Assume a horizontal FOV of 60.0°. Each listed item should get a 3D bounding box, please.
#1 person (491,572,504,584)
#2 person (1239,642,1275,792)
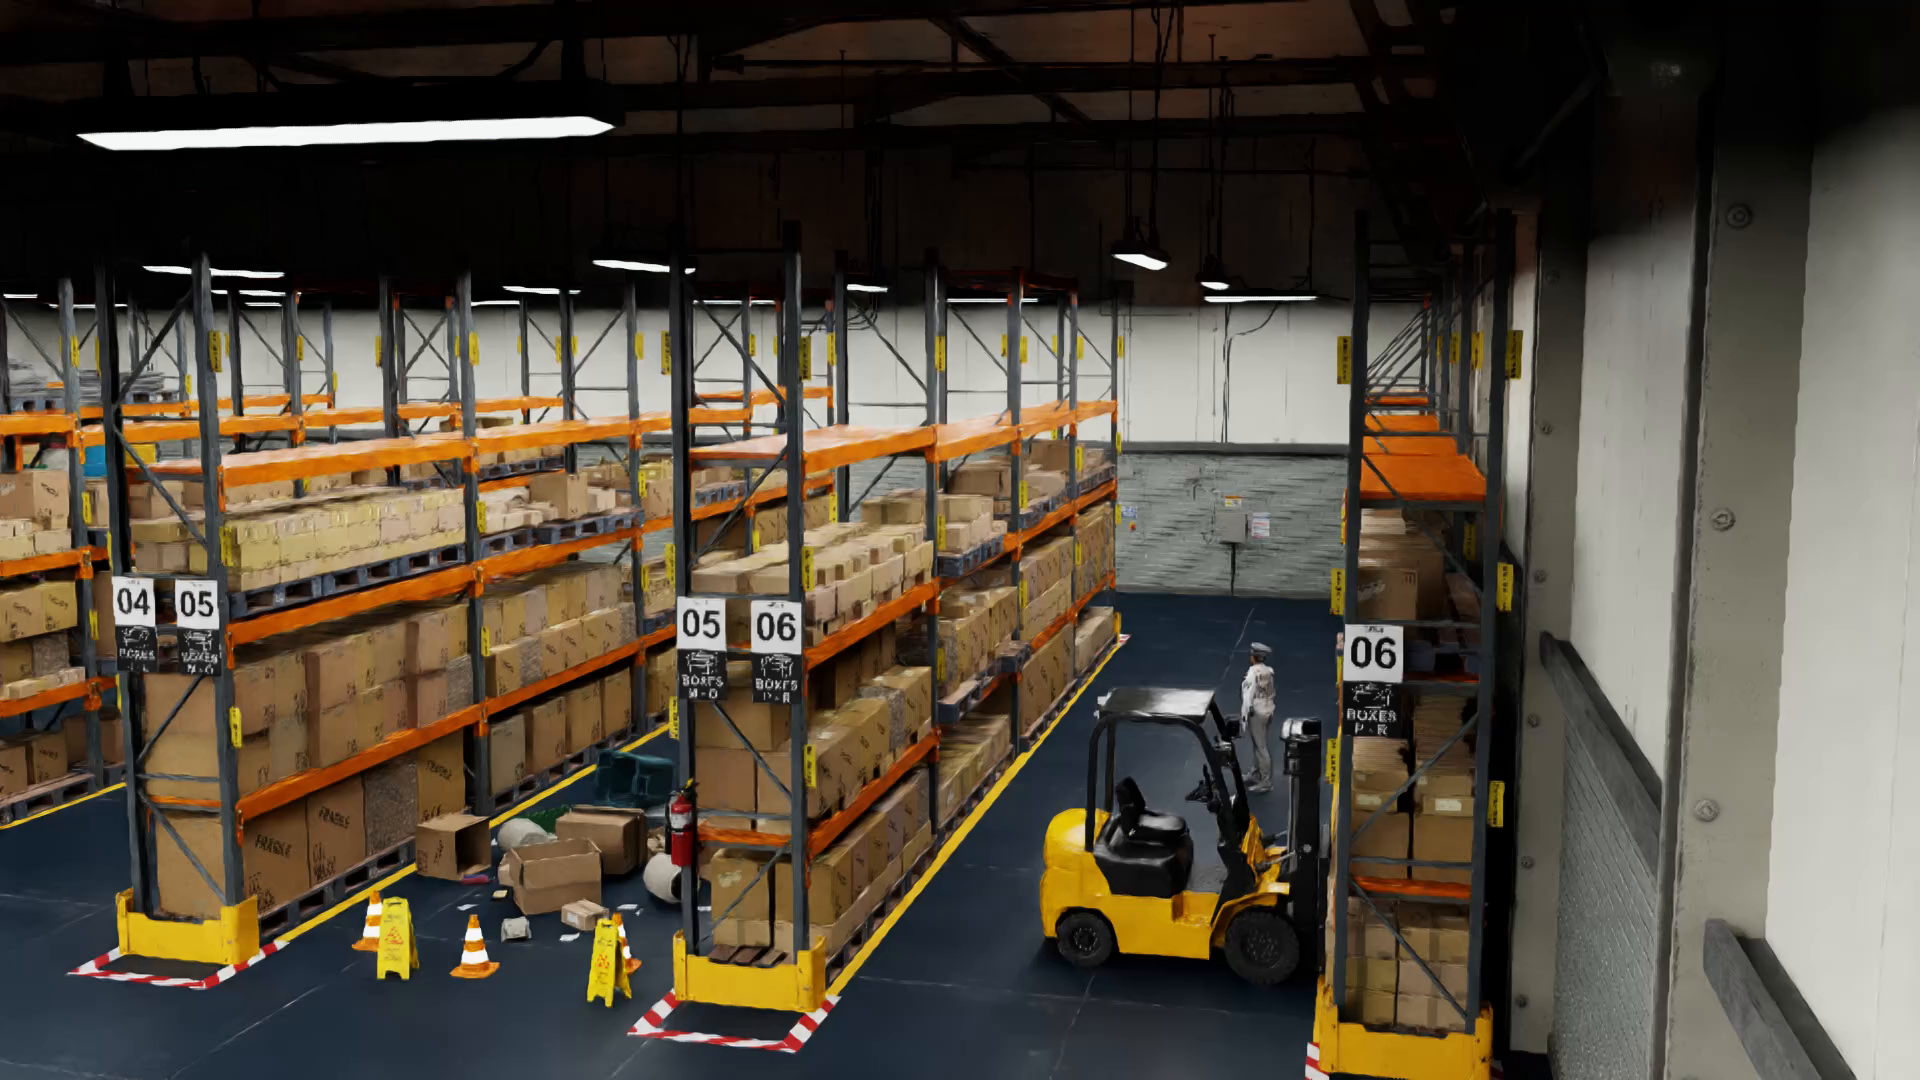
[{"bbox_3d":[-6.905,1.286,25.129,0.677,1.671,0.534,2,7,12],"label":"person"},{"bbox_3d":[3.406,2.003,19.089,0.551,1.664,0.573,5,9,37],"label":"person"}]
